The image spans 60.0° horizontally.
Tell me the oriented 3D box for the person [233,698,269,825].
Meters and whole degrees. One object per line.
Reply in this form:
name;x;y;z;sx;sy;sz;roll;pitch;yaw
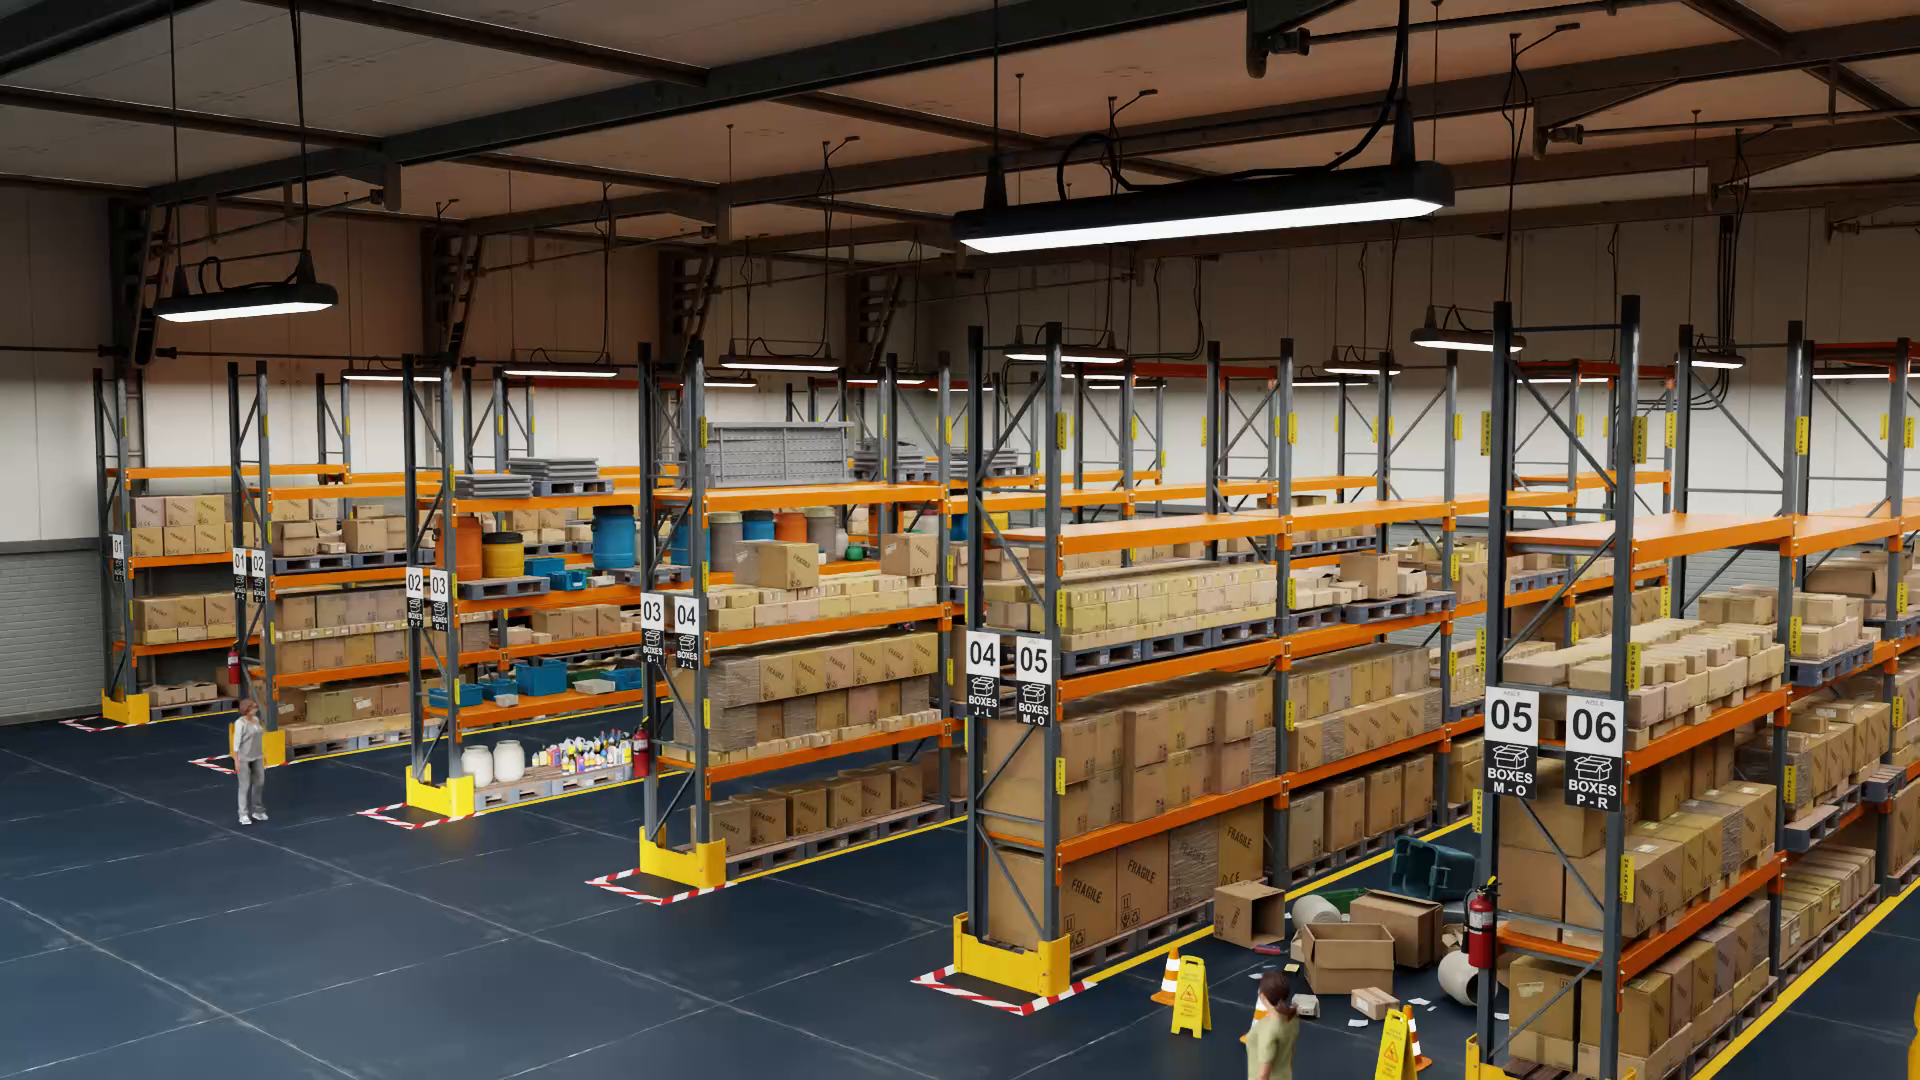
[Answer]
person;-9.083;2.839;21.236;0.331;1.658;0.508;2;5;21

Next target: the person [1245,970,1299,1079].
person;1.978;3.542;10.597;0.462;1.672;0.556;2;5;24
